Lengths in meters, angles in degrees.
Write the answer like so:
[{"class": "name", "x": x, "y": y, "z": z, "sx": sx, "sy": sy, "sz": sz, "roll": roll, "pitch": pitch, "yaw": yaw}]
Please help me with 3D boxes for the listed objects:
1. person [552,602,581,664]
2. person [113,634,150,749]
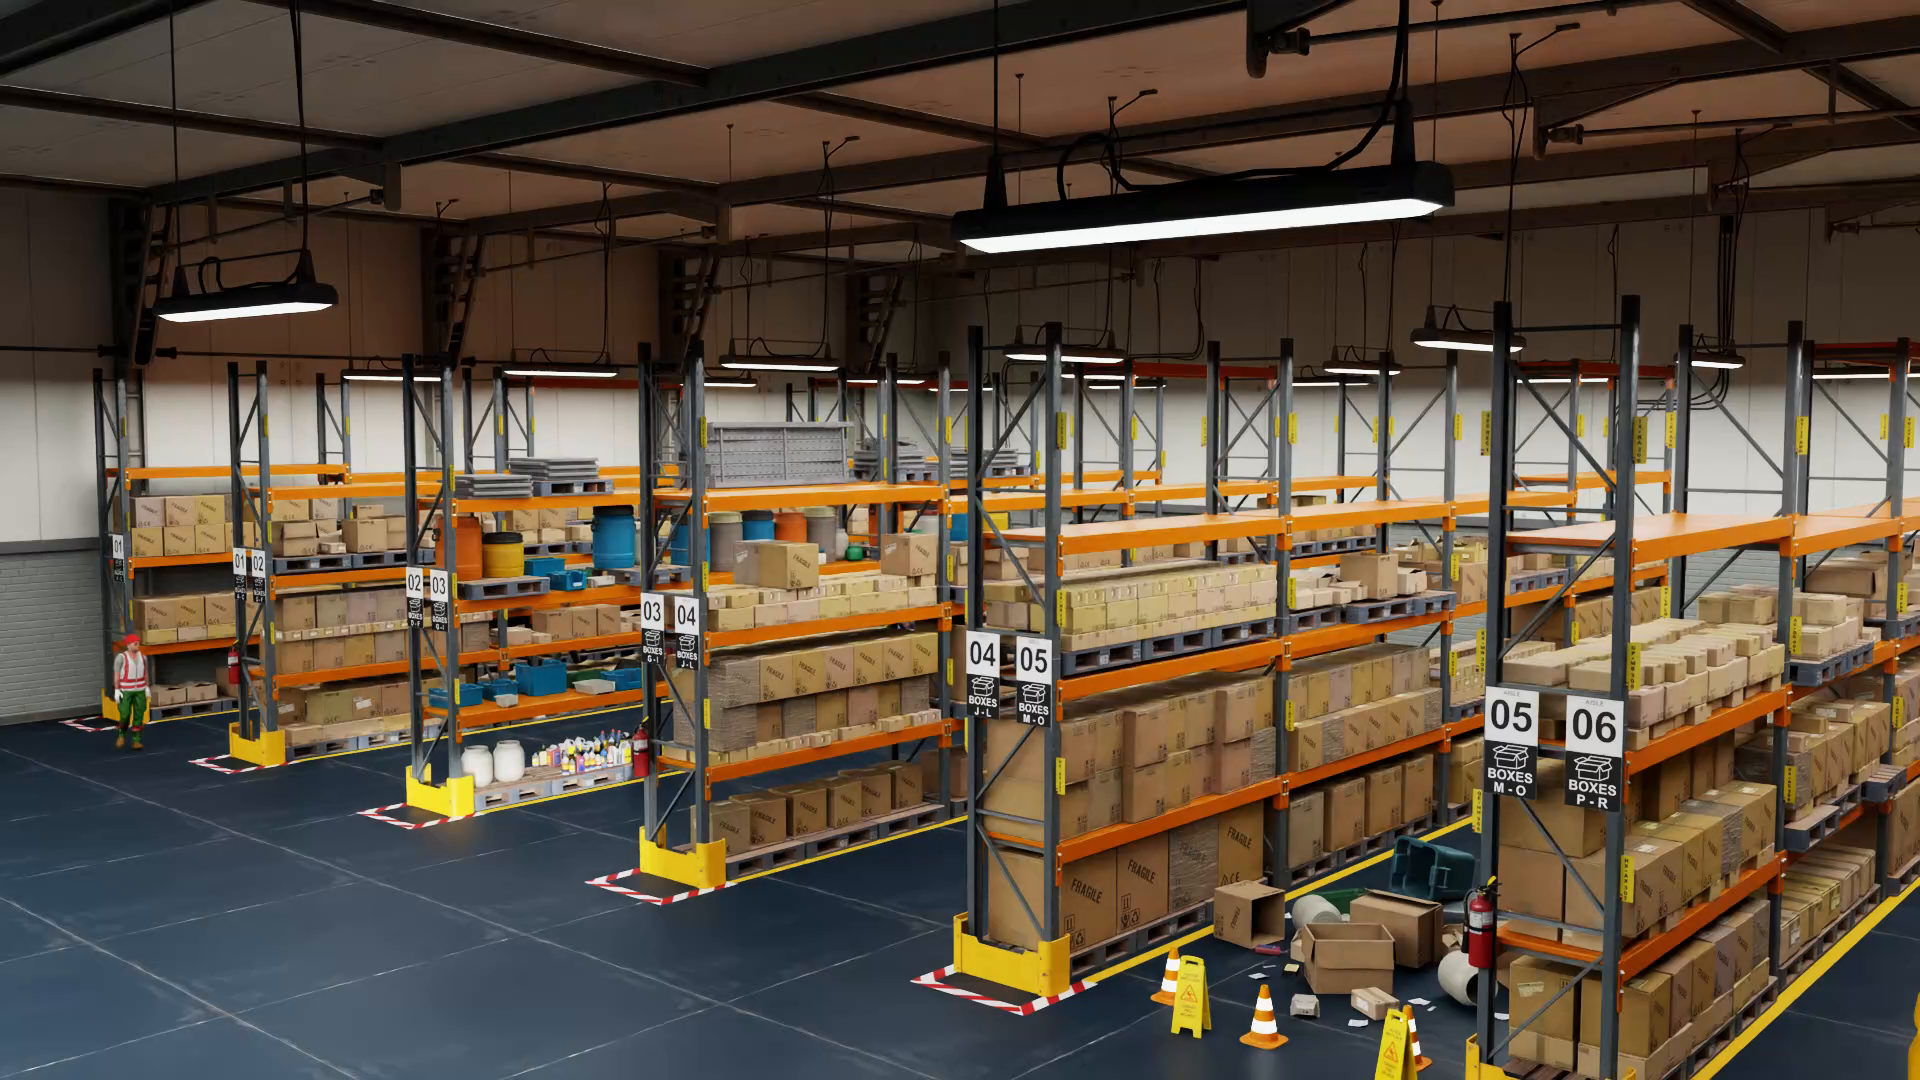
[{"class": "person", "x": -7.780, "y": 1.938, "z": 32.630, "sx": 0.500, "sy": 1.607, "sz": 0.961, "roll": 2, "pitch": 4, "yaw": 20}, {"class": "person", "x": -12.896, "y": 2.351, "z": 25.865, "sx": 0.473, "sy": 1.788, "sz": 0.567, "roll": 4, "pitch": 6, "yaw": 43}]
